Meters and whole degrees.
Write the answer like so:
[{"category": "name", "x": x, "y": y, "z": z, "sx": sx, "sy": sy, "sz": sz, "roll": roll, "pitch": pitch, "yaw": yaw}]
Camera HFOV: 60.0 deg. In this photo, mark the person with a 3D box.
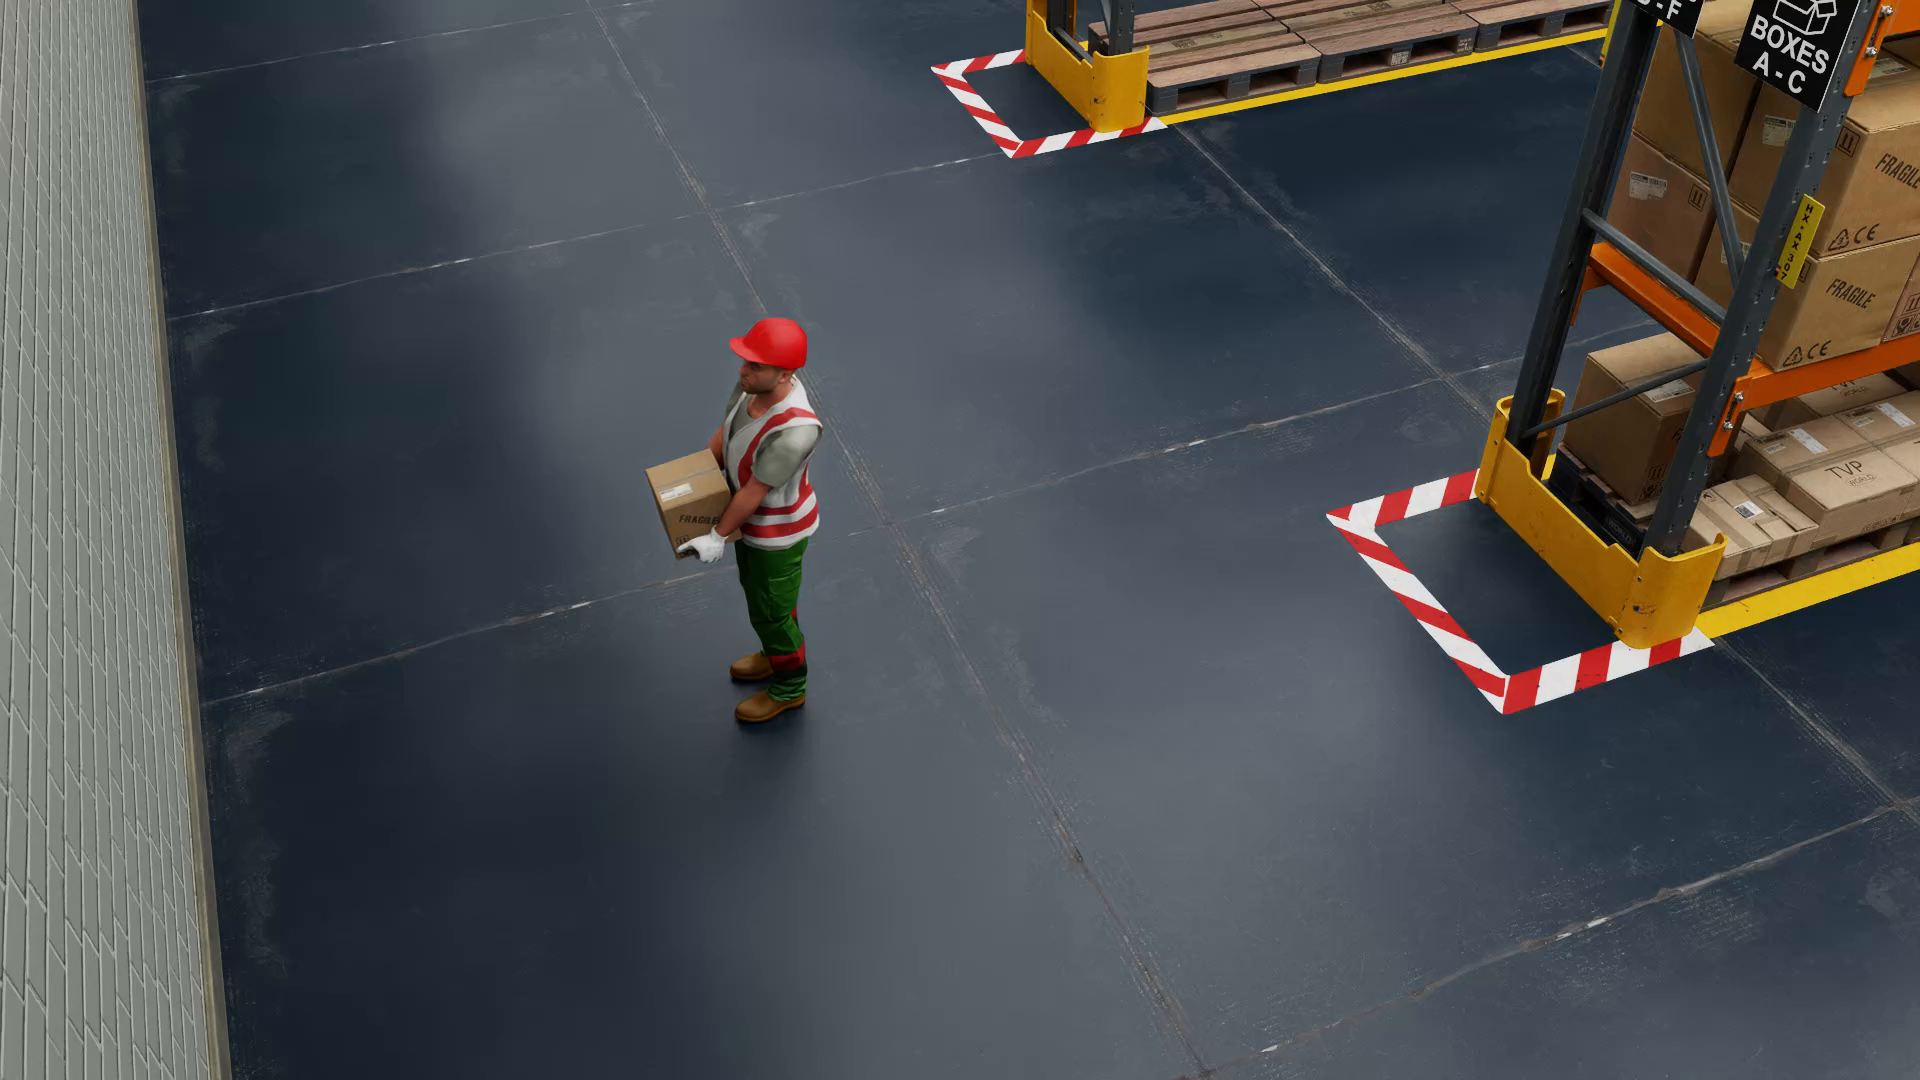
[{"category": "person", "x": -0.798, "y": -0.038, "z": 6.189, "sx": 0.572, "sy": 1.782, "sz": 0.493, "roll": -15, "pitch": 44, "yaw": -16}]
